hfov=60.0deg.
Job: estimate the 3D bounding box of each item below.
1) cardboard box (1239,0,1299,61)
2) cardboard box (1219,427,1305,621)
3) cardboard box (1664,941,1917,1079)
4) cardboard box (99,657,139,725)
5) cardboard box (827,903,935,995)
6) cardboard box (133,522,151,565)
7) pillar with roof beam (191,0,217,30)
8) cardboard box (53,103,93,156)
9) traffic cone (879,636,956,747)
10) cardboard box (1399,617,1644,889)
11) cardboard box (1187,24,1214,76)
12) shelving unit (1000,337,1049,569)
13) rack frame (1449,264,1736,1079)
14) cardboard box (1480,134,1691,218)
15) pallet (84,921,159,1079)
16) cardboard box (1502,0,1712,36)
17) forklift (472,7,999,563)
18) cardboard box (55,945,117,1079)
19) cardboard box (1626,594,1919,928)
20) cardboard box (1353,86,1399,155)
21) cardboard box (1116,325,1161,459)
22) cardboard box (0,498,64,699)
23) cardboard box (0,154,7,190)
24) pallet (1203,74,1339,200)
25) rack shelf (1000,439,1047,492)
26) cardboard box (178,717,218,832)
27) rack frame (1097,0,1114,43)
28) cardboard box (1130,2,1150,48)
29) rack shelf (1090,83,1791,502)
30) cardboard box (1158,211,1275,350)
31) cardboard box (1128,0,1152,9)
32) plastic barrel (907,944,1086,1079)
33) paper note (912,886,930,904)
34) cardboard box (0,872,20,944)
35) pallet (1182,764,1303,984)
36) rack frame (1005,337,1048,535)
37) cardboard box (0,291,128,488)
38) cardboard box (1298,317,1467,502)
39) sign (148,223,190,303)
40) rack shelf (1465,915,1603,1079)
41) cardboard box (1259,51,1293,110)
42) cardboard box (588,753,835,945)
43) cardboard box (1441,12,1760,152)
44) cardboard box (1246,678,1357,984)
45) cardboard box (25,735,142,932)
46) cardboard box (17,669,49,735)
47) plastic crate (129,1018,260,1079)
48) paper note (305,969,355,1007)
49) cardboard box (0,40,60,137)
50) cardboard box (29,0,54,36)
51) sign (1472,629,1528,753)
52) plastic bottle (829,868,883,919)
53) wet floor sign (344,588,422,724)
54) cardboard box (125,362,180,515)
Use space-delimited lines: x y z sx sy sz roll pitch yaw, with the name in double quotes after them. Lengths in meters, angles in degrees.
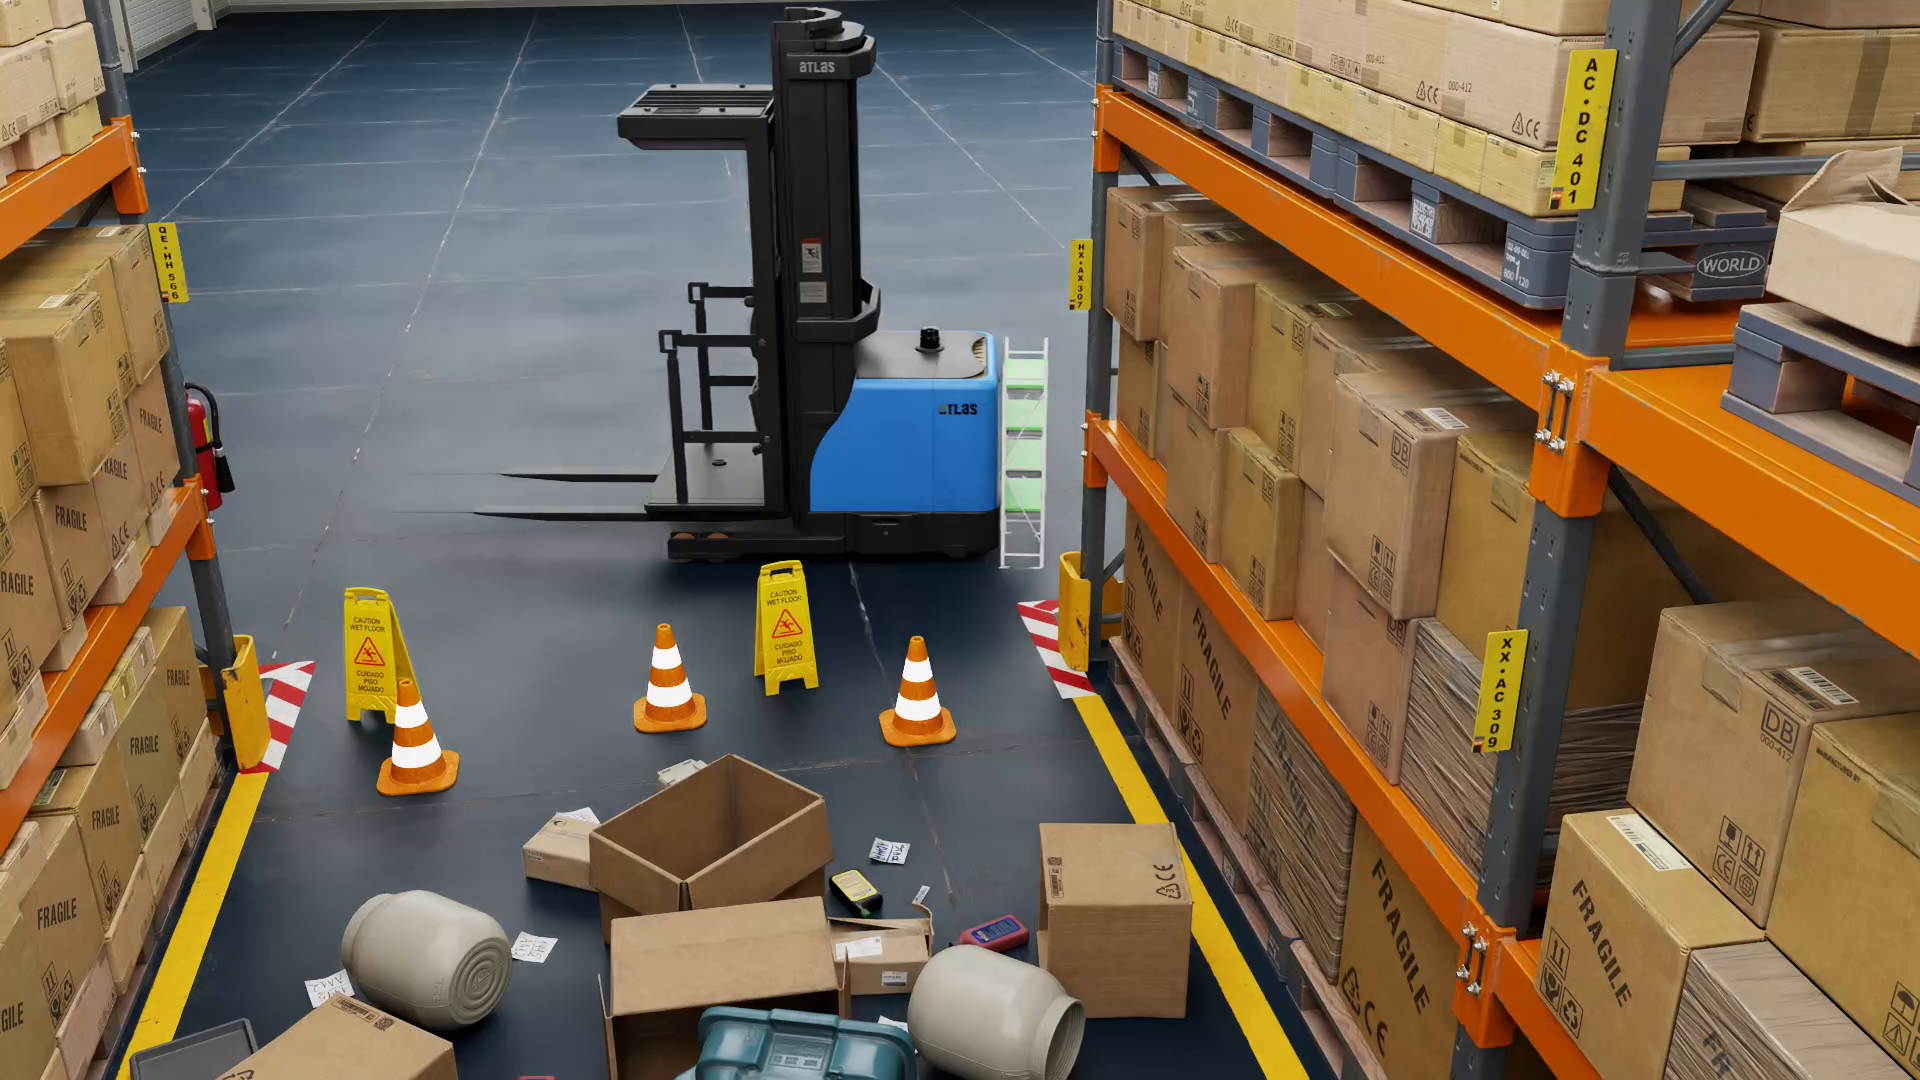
1.217 -1.693 5.298 0.500 0.250 0.500 -4 24 -10 "cardboard box"
1.454 -0.094 6.029 0.875 0.550 0.500 -4 24 -10 "cardboard box"
1.765 1.136 3.277 0.500 0.500 0.500 -4 24 -9 "cardboard box"
-3.165 0.550 5.906 0.380 0.149 0.250 -4 24 -9 "cardboard box"
-0.289 1.469 6.054 0.396 0.266 0.258 0 24 -1 "cardboard box"
-3.286 0.029 6.249 0.380 0.149 0.250 -5 24 -11 "cardboard box"
-10.698 -14.570 31.866 9.100 9.000 0.400 -4 24 -10 "pillar with roof beam"
-3.328 -1.455 5.901 0.380 0.149 0.250 -4 24 -9 "cardboard box"
-0.199 0.659 7.662 0.336 0.463 0.334 -4 24 -10 "traffic cone"
1.758 0.543 4.571 0.875 0.550 0.550 -4 24 -10 "cardboard box"
1.034 -1.759 5.947 0.380 0.149 0.250 -4 24 -10 "cardboard box"
0.362 -0.488 9.369 0.258 1.200 0.503 1 24 3 "shelving unit"
1.838 0.756 4.271 1.000 3.000 0.127 -4 24 -10 "rack frame"
1.457 -0.861 3.891 0.380 0.149 0.250 -4 24 -10 "cardboard box"
-3.395 1.698 5.599 1.003 0.211 1.213 -4 24 -10 "pallet"
1.458 -1.227 3.732 0.380 0.149 0.250 -5 24 -10 "cardboard box"
-1.288 -1.425 9.350 3.031 2.935 1.130 0 24 0 "forklift"
-3.062 1.560 5.341 0.500 0.250 0.500 -5 24 -10 "cardboard box"
1.936 0.447 3.604 0.700 0.500 0.500 -5 24 -11 "cardboard box"
1.314 -1.162 4.580 0.380 0.149 0.250 -4 24 -10 "cardboard box"
1.212 -0.743 7.517 0.875 0.550 0.550 -4 24 -10 "cardboard box"
-3.124 0.195 5.059 0.500 0.500 0.500 -4 24 -9 "cardboard box"
-3.238 -1.149 5.200 0.380 0.149 0.250 -4 24 -10 "cardboard box"
1.475 -1.379 5.523 1.003 0.211 1.213 -4 24 -10 "pallet"
0.362 -0.430 9.394 0.258 0.148 0.480 1 24 3 "rack shelf"
-3.329 0.964 6.706 0.500 0.250 0.500 -4 24 -10 "cardboard box"
1.099 -3.566 6.672 1.000 3.000 0.127 -4 24 -10 "rack frame"
0.895 -2.056 6.627 0.380 0.149 0.250 -4 24 -9 "cardboard box"
1.469 -1.075 5.616 1.077 0.370 4.000 -4 24 -10 "rack shelf"
1.322 -1.022 6.807 0.875 0.550 0.550 -4 24 -10 "cardboard box"
0.936 -2.289 6.661 0.500 0.250 0.500 -4 24 -10 "cardboard box"
0.121 1.604 5.548 0.512 0.421 0.421 13 27 27 "plastic barrel"
-0.153 1.397 6.539 0.032 0.001 0.123 8 25 18 "paper note"
-2.912 1.081 4.690 0.380 0.149 0.250 -3 24 -8 "cardboard box"
1.546 1.248 6.628 1.003 0.211 1.213 -4 24 -10 "pallet"
0.374 -0.586 9.592 0.240 1.200 0.015 1 24 3 "rack frame"
-3.157 -0.474 5.342 0.700 0.500 0.500 -5 24 -10 "cardboard box"
1.623 -0.385 5.348 0.875 0.550 0.550 -4 24 -10 "cardboard box"
-3.198 -1.120 6.724 0.100 0.325 0.005 -4 24 -10 "sign"
2.208 1.873 2.614 1.077 0.370 4.000 -4 24 -10 "rack shelf"
1.174 -1.461 5.265 0.380 0.149 0.250 -4 24 -10 "cardboard box"
-0.934 1.237 6.290 0.637 0.503 0.797 18 29 36 "cardboard box"
1.495 -1.099 3.937 0.500 0.250 0.500 -5 24 -10 "cardboard box"
1.621 0.931 6.001 0.875 0.875 0.875 -4 24 -9 "cardboard box"
-3.156 1.013 5.657 0.500 0.500 0.500 -5 24 -11 "cardboard box"
-3.052 0.529 5.105 0.380 0.149 0.250 -4 24 -10 "cardboard box"
-2.492 1.822 5.478 0.402 0.080 0.583 -13 27 -28 "plastic crate"
-2.279 1.617 6.009 0.142 0.019 0.148 -13 27 -28 "paper note"
-3.309 -1.473 5.443 0.500 0.250 0.500 -5 24 -10 "cardboard box"
-3.385 -1.820 5.740 0.380 0.149 0.250 -4 24 -9 "cardboard box"
1.293 0.365 3.986 0.100 0.325 0.005 -4 24 -10 "sign"
-0.391 1.389 6.494 0.133 0.061 0.283 -13 27 -28 "plastic bottle"
-2.731 0.514 7.767 0.267 0.644 0.232 4 24 9 "wet floor sign"
-3.376 -0.400 6.422 0.500 0.500 0.500 -5 24 -11 "cardboard box"
